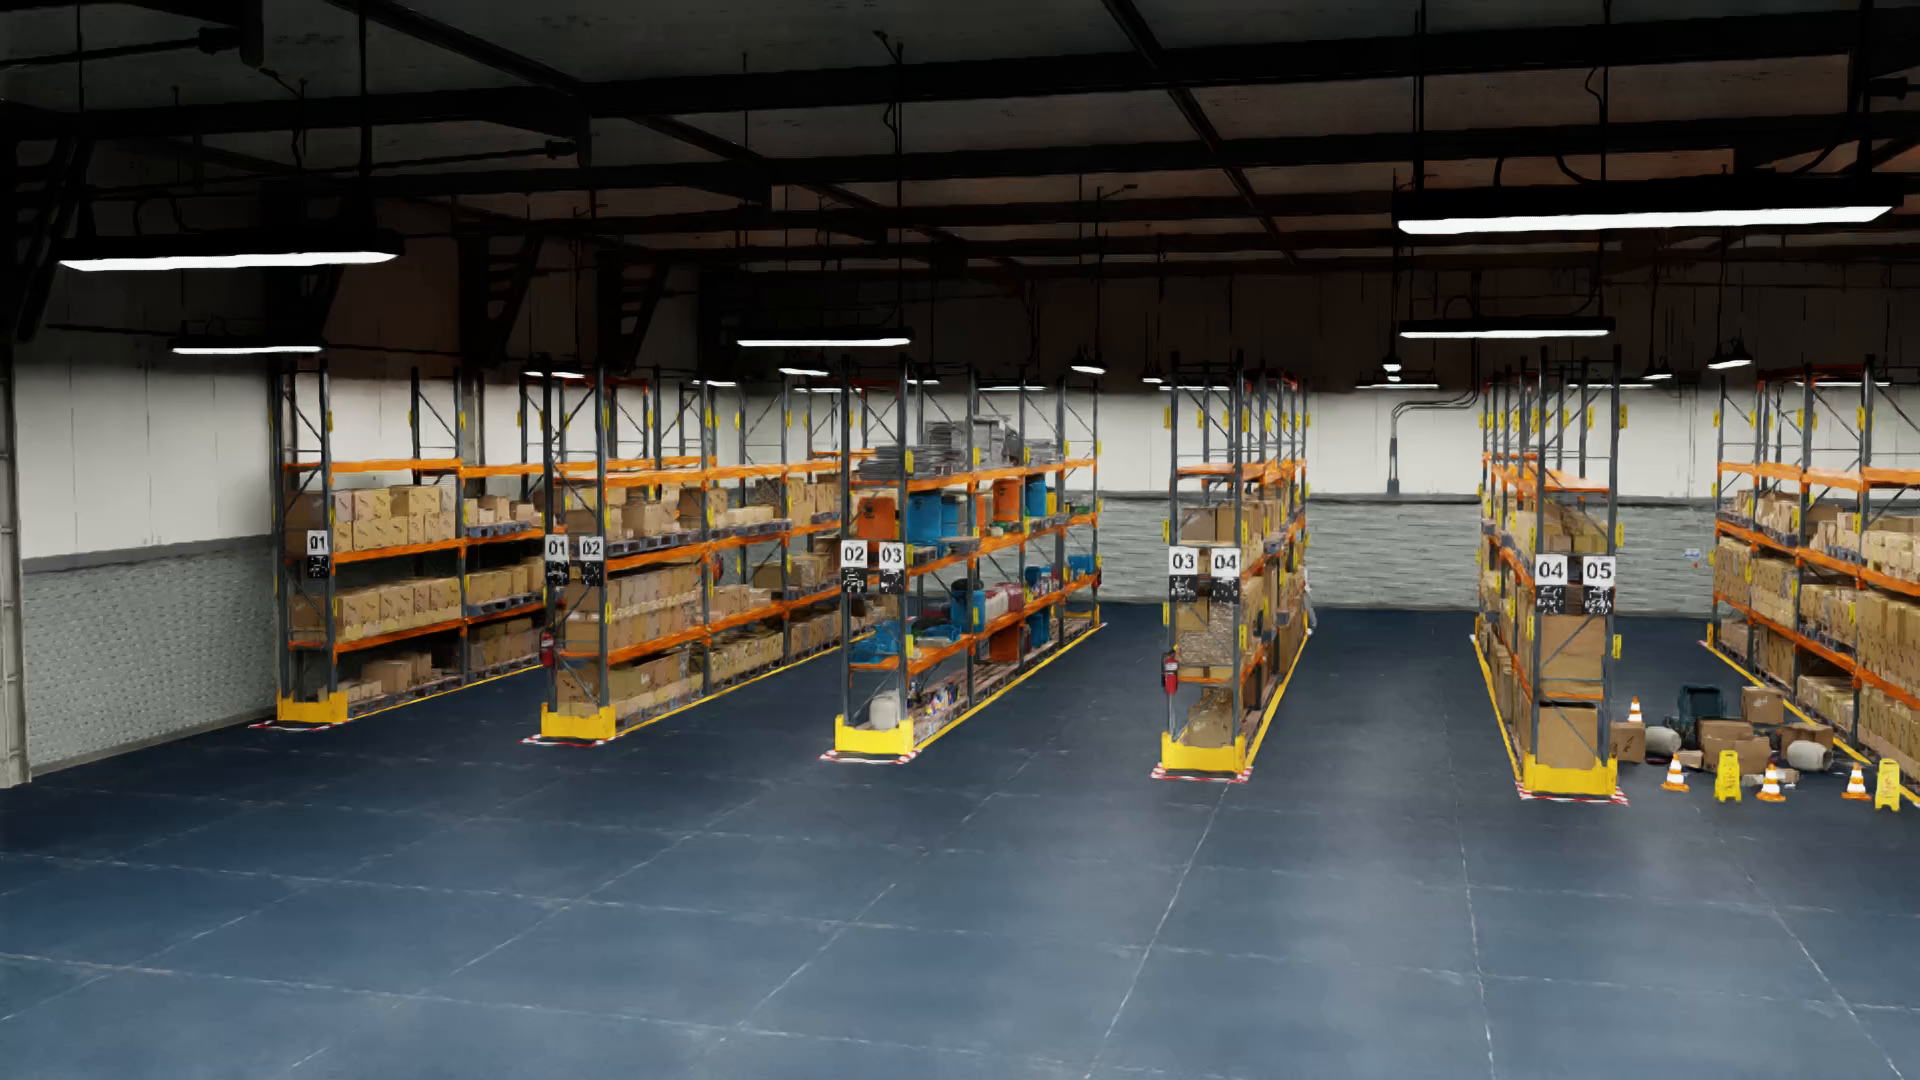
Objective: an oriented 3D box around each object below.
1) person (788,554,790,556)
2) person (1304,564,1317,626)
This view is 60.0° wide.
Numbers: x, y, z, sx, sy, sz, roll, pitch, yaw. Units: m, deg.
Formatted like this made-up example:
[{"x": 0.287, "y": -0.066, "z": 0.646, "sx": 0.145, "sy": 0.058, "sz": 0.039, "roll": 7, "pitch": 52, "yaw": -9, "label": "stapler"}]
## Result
[{"x": -4.114, "y": 1.219, "z": 40.103, "sx": 0.447, "sy": 1.771, "sz": 0.632, "roll": -1, "pitch": 4, "yaw": -16, "label": "person"}, {"x": 8.320, "y": 1.286, "z": 40.275, "sx": 0.688, "sy": 1.649, "sz": 0.518, "roll": -1, "pitch": 4, "yaw": -12, "label": "person"}]
